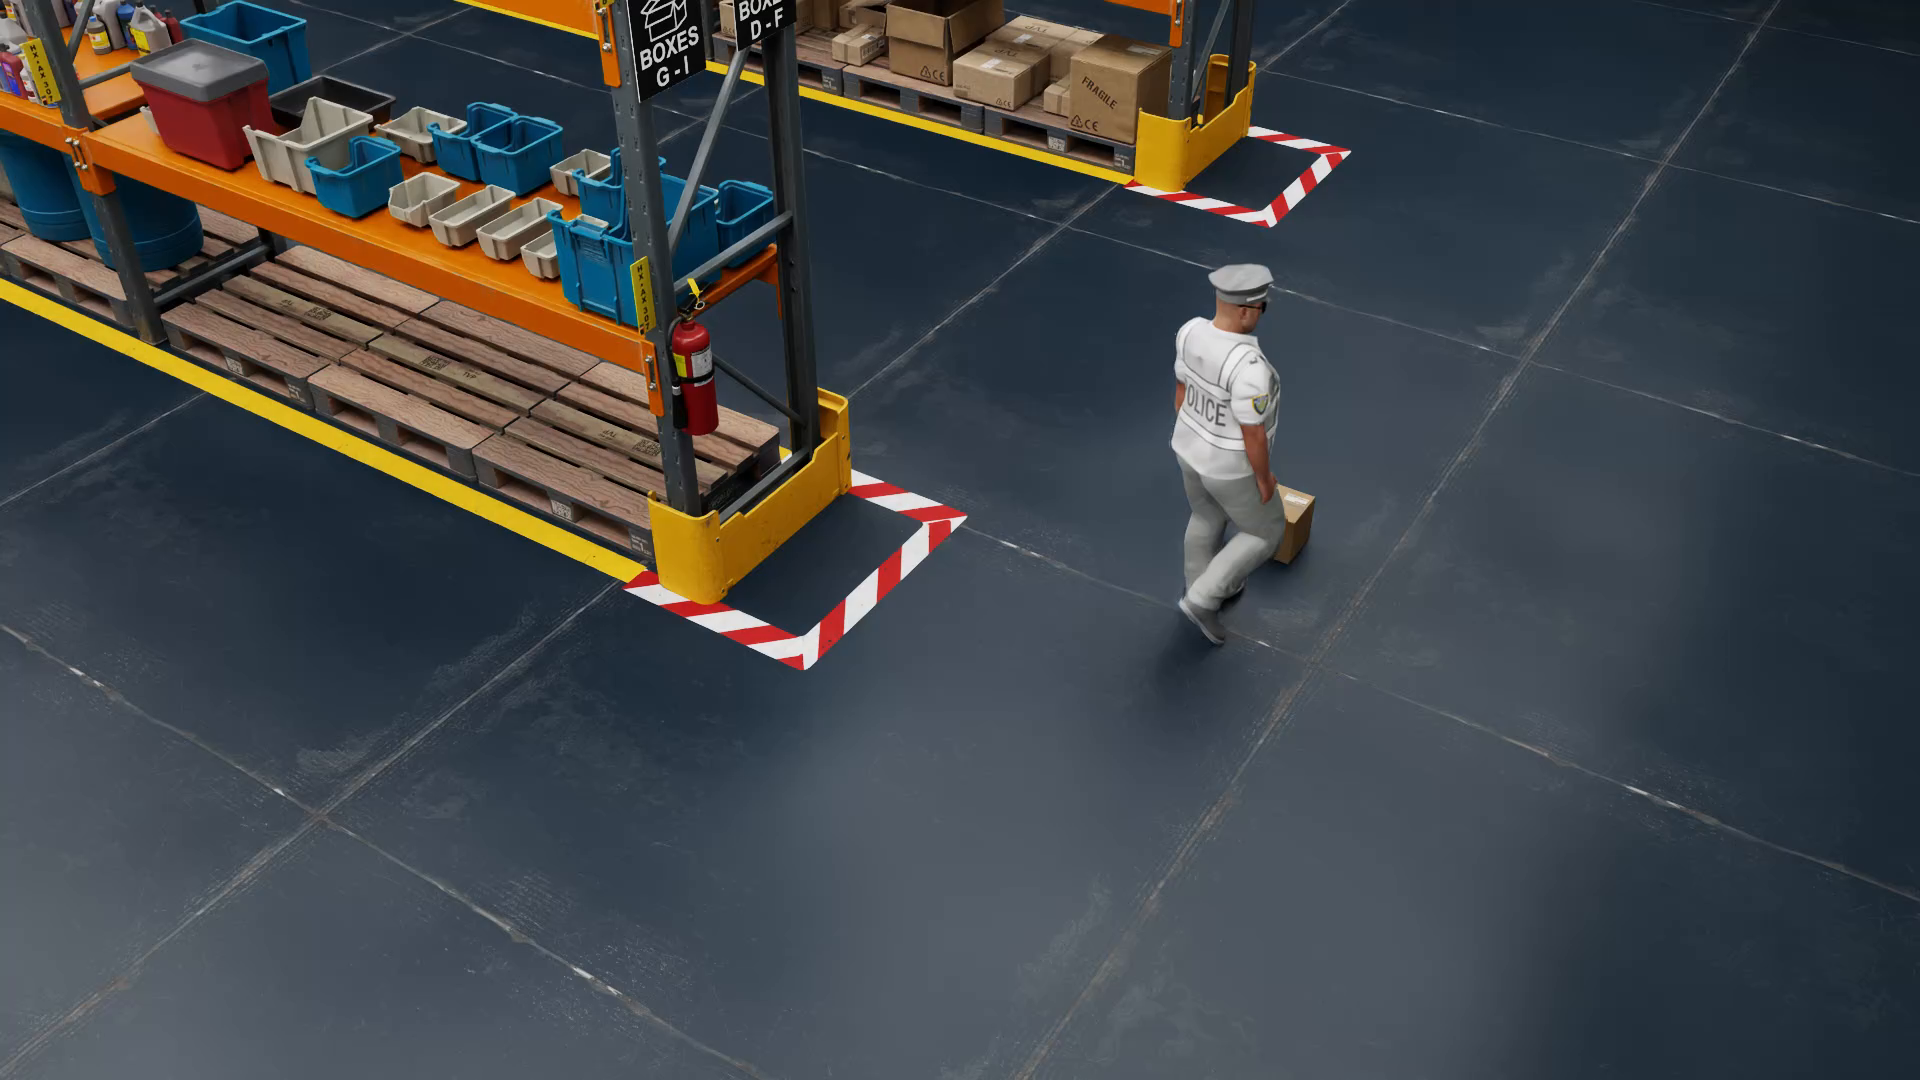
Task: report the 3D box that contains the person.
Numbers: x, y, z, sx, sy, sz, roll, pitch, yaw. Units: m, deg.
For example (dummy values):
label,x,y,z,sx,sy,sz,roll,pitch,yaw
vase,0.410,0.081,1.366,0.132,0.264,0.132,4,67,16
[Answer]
label,x,y,z,sx,sy,sz,roll,pitch,yaw
person,1.126,-0.360,7.131,0.520,1.760,0.557,-19,42,-23
